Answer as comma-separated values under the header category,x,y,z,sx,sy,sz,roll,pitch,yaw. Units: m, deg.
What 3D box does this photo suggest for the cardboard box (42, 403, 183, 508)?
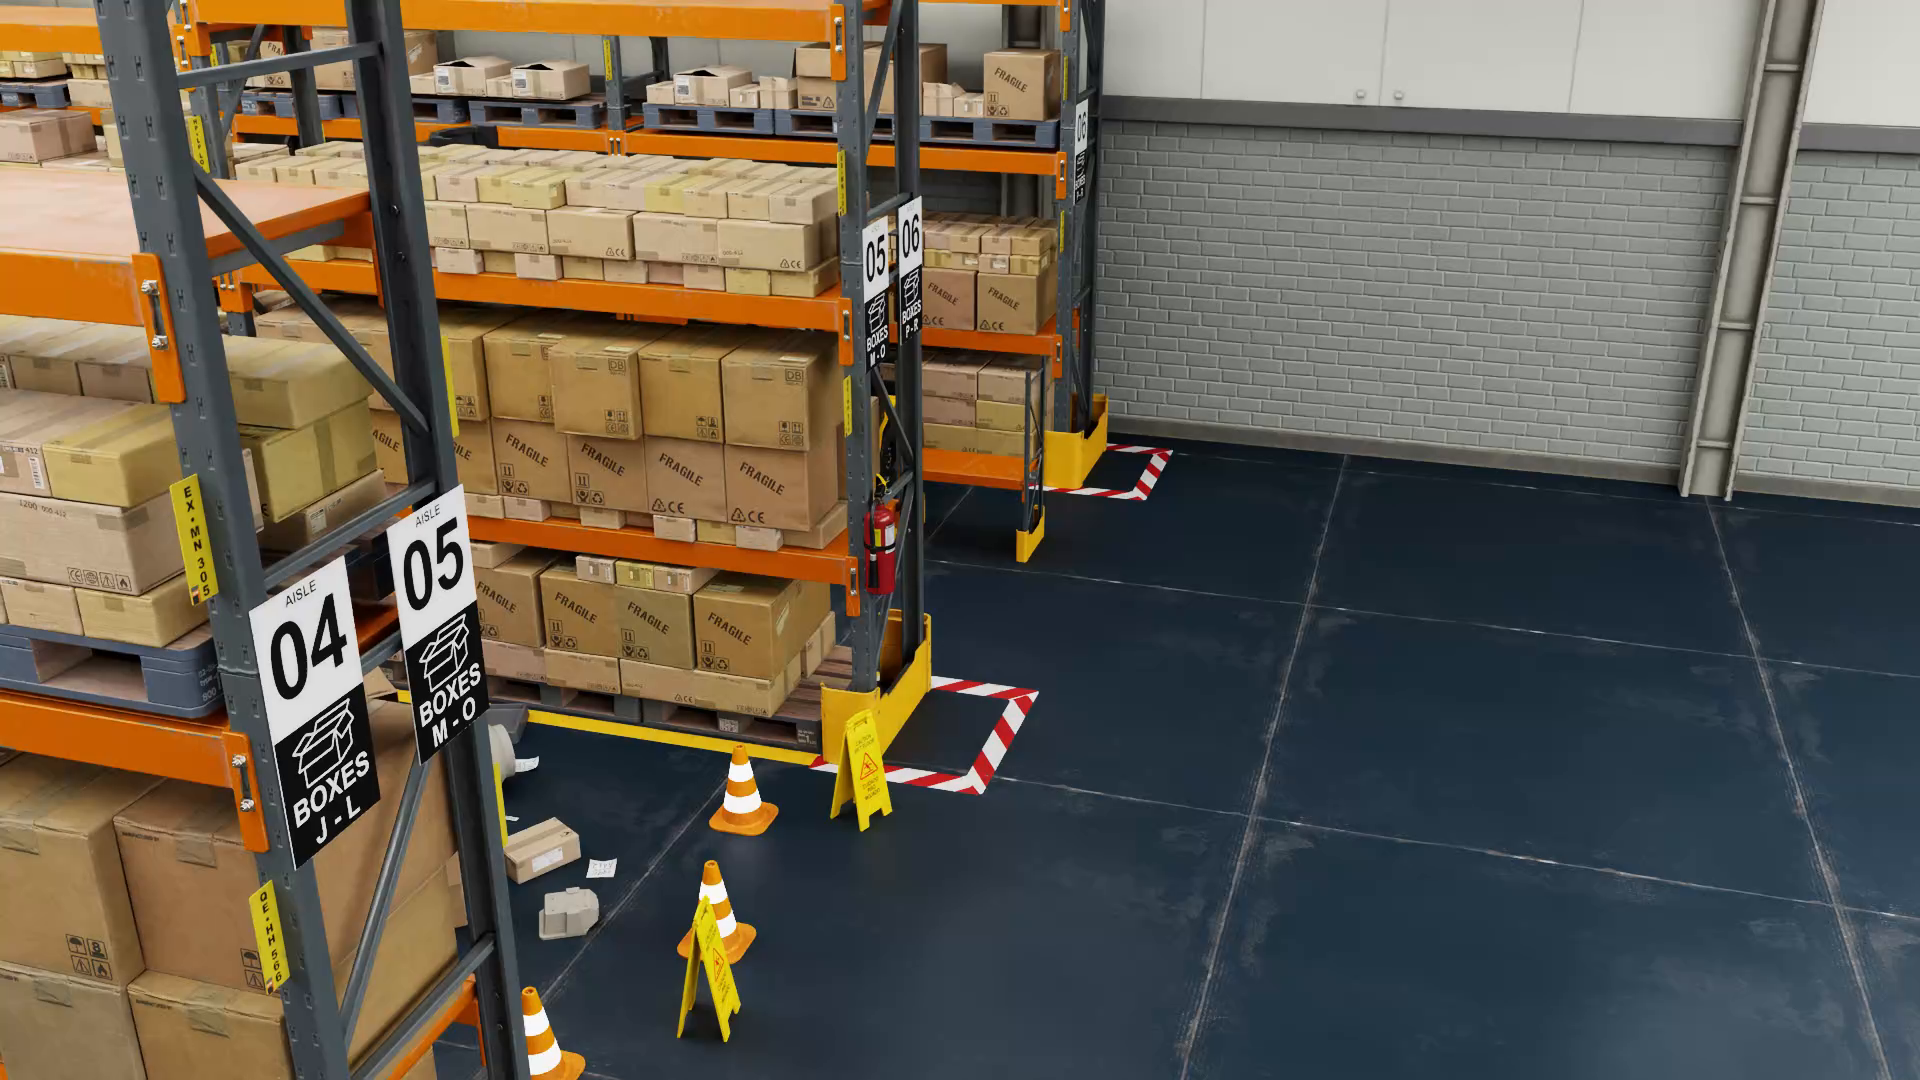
category,x,y,z,sx,sy,sz,roll,pitch,yaw
cardboard box,-2.185,-0.230,4.425,0.250,0.149,0.380,7,23,16

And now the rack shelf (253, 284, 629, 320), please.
category,x,y,z,sx,sy,sz,roll,pitch,yaw
rack shelf,-4.745,-2.373,15.957,4.000,0.370,1.077,7,23,16

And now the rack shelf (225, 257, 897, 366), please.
category,x,y,z,sx,sy,sz,roll,pitch,yaw
rack shelf,-2.346,-1.519,9.921,4.000,0.370,1.077,7,23,16

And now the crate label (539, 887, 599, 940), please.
category,x,y,z,sx,sy,sz,roll,pitch,yaw
crate label,-1.981,1.878,8.416,0.298,0.136,0.250,-5,23,-12

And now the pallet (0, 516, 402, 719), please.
category,x,y,z,sx,sy,sz,roll,pitch,yaw
pallet,-2.478,0.141,5.044,1.213,0.211,1.003,7,23,16

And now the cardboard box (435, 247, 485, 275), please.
category,x,y,z,sx,sy,sz,roll,pitch,yaw
cardboard box,-2.824,-1.658,9.644,0.250,0.149,0.380,6,23,14

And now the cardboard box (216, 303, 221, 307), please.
category,x,y,z,sx,sy,sz,roll,pitch,yaw
cardboard box,-7.476,-2.244,16.579,0.250,0.149,0.380,5,23,13

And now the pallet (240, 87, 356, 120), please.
category,x,y,z,sx,sy,sz,roll,pitch,yaw
pallet,-5.985,-4.184,15.719,1.003,0.211,1.213,8,24,18

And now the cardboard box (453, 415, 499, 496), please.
category,x,y,z,sx,sy,sz,roll,pitch,yaw
cardboard box,-2.956,-0.611,10.189,0.500,0.500,0.500,6,23,15

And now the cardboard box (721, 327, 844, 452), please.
category,x,y,z,sx,sy,sz,roll,pitch,yaw
cardboard box,-0.983,-0.868,9.497,0.500,0.500,0.700,6,23,14

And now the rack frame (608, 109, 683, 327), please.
category,x,y,z,sx,sy,sz,roll,pitch,yaw
rack frame,-2.831,-2.487,15.286,0.127,3.000,1.000,7,23,16

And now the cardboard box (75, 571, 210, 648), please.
category,x,y,z,sx,sy,sz,roll,pitch,yaw
cardboard box,-2.181,0.139,4.576,0.250,0.149,0.380,6,23,15

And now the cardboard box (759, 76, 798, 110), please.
category,x,y,z,sx,sy,sz,roll,pitch,yaw
cardboard box,-1.497,-3.780,13.977,0.258,0.266,0.396,6,23,14

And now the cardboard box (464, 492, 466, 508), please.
category,x,y,z,sx,sy,sz,roll,pitch,yaw
cardboard box,-3.041,-0.331,10.361,0.250,0.149,0.380,6,23,15

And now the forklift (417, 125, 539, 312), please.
category,x,y,z,sx,sy,sz,roll,pitch,yaw
forklift,-3.644,-1.936,14.032,3.031,2.935,1.130,6,23,14

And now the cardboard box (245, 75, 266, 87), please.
category,x,y,z,sx,sy,sz,roll,pitch,yaw
cardboard box,-6.414,-4.297,15.369,0.250,0.166,0.380,6,23,15

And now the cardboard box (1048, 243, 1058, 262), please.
category,x,y,z,sx,sy,sz,roll,pitch,yaw
cardboard box,0.749,-2.526,14.395,0.250,0.149,0.380,6,23,14

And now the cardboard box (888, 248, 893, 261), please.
category,x,y,z,sx,sy,sz,roll,pitch,yaw
cardboard box,-0.649,-2.463,14.240,0.250,0.149,0.380,7,23,16

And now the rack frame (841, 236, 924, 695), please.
category,x,y,z,sx,sy,sz,roll,pitch,yaw
rack frame,-0.431,-0.245,9.819,0.127,3.000,1.000,7,23,16

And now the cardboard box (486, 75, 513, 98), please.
category,x,y,z,sx,sy,sz,roll,pitch,yaw
cardboard box,-3.971,-4.009,14.690,0.250,0.149,0.380,6,23,15

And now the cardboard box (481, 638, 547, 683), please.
category,x,y,z,sx,sy,sz,roll,pitch,yaw
cardboard box,-2.751,0.669,10.661,0.500,0.250,0.500,6,23,15

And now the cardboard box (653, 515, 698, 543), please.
category,x,y,z,sx,sy,sz,roll,pitch,yaw
cardboard box,-1.620,-0.132,9.876,0.250,0.149,0.380,7,23,16

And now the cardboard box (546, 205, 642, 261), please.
category,x,y,z,sx,sy,sz,roll,pitch,yaw
cardboard box,-1.978,-1.770,9.390,0.500,0.250,0.500,7,23,17

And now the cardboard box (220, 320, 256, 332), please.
category,x,y,z,sx,sy,sz,roll,pitch,yaw
cardboard box,-4.627,-1.217,11.112,0.500,0.500,0.500,7,23,17

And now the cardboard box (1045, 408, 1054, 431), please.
category,x,y,z,sx,sy,sz,roll,pitch,yaw
cardboard box,0.585,-1.096,14.963,0.500,0.250,0.500,7,23,16

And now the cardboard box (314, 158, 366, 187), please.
category,x,y,z,sx,sy,sz,roll,pitch,yaw
cardboard box,-3.546,-2.120,9.720,0.250,0.149,0.380,6,23,14

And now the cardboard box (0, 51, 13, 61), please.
category,x,y,z,sx,sy,sz,roll,pitch,yaw
cardboard box,-9.077,-4.705,15.995,0.250,0.149,0.380,7,23,16

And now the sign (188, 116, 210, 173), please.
category,x,y,z,sx,sy,sz,roll,pitch,yaw
sign,-4.418,-2.290,9.653,0.005,0.325,0.100,7,23,16

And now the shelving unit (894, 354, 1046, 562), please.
category,x,y,z,sx,sy,sz,roll,pitch,yaw
shelving unit,0.073,-0.686,12.870,1.083,1.500,0.587,7,23,16

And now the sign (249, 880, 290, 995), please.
category,x,y,z,sx,sy,sz,roll,pitch,yaw
sign,-1.934,1.115,4.666,0.005,0.325,0.100,7,23,16

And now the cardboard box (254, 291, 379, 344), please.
category,x,y,z,sx,sy,sz,roll,pitch,yaw
cardboard box,-3.902,-1.203,10.313,0.500,0.500,0.700,6,23,15

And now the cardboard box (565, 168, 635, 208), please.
category,x,y,z,sx,sy,sz,roll,pitch,yaw
cardboard box,-2.029,-1.993,9.408,0.250,0.149,0.380,6,23,14

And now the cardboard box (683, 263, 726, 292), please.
category,x,y,z,sx,sy,sz,roll,pitch,yaw
cardboard box,-1.346,-1.511,9.284,0.250,0.149,0.380,7,23,17

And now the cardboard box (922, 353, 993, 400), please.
category,x,y,z,sx,sy,sz,roll,pitch,yaw
cardboard box,-0.023,-1.424,14.447,0.500,0.250,0.500,7,23,16

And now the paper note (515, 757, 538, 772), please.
category,x,y,z,sx,sy,sz,roll,pitch,yaw
paper note,-2.588,1.332,9.888,0.148,0.019,0.142,-1,22,-3

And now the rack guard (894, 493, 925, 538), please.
category,x,y,z,sx,sy,sz,roll,pitch,yaw
rack guard,-0.404,-0.162,13.240,0.087,0.250,0.587,7,23,16

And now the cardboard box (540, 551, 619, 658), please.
category,x,y,z,sx,sy,sz,roll,pitch,yaw
cardboard box,-2.255,0.379,10.379,0.500,0.500,0.500,6,23,14

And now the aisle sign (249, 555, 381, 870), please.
category,x,y,z,sx,sy,sz,roll,pitch,yaw
aisle sign,-1.783,0.479,4.629,0.004,0.787,0.394,7,23,16

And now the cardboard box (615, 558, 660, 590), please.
category,x,y,z,sx,sy,sz,roll,pitch,yaw
cardboard box,-1.884,0.149,10.087,0.250,0.149,0.380,7,23,16

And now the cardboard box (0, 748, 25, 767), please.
category,x,y,z,sx,sy,sz,roll,pitch,yaw
cardboard box,-3.159,0.804,5.643,0.550,0.550,0.875,7,23,16

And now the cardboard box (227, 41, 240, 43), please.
category,x,y,z,sx,sy,sz,roll,pitch,yaw
cardboard box,-7.167,-4.745,16.119,0.250,0.149,0.380,7,23,16

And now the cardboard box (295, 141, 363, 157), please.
category,x,y,z,sx,sy,sz,roll,pitch,yaw
cardboard box,-3.894,-2.368,10.324,0.250,0.149,0.380,7,23,17

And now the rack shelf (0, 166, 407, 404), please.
category,x,y,z,sx,sy,sz,roll,pitch,yaw
rack shelf,-3.679,-0.912,5.016,4.000,0.370,1.077,7,23,16

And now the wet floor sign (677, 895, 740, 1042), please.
category,x,y,z,sx,sy,sz,roll,pitch,yaw
wet floor sign,-1.165,1.938,7.600,0.232,0.644,0.267,3,22,6

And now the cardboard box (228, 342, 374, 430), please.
category,x,y,z,sx,sy,sz,roll,pitch,yaw
cardboard box,-1.992,-0.468,5.007,0.250,0.149,0.380,7,23,16

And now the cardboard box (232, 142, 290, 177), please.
category,x,y,z,sx,sy,sz,roll,pitch,yaw
cardboard box,-4.704,-2.406,10.779,0.500,0.250,0.500,6,23,14

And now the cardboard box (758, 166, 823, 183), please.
category,x,y,z,sx,sy,sz,roll,pitch,yaw
cardboard box,-0.958,-2.020,9.475,0.250,0.149,0.380,6,23,15

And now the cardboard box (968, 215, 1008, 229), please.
category,x,y,z,sx,sy,sz,roll,pitch,yaw
cardboard box,0.241,-2.712,14.455,0.250,0.149,0.380,7,23,17

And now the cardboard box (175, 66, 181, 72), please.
category,x,y,z,sx,sy,sz,roll,pitch,yaw
cardboard box,-7.312,-4.415,15.706,0.250,0.149,0.380,6,23,14

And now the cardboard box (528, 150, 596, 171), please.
category,x,y,z,sx,sy,sz,roll,pitch,yaw
cardboard box,-2.382,-2.233,9.994,0.250,0.149,0.380,7,23,16

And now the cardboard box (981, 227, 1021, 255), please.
category,x,y,z,sx,sy,sz,roll,pitch,yaw
cardboard box,0.350,-2.511,13.965,0.250,0.149,0.380,7,23,16
